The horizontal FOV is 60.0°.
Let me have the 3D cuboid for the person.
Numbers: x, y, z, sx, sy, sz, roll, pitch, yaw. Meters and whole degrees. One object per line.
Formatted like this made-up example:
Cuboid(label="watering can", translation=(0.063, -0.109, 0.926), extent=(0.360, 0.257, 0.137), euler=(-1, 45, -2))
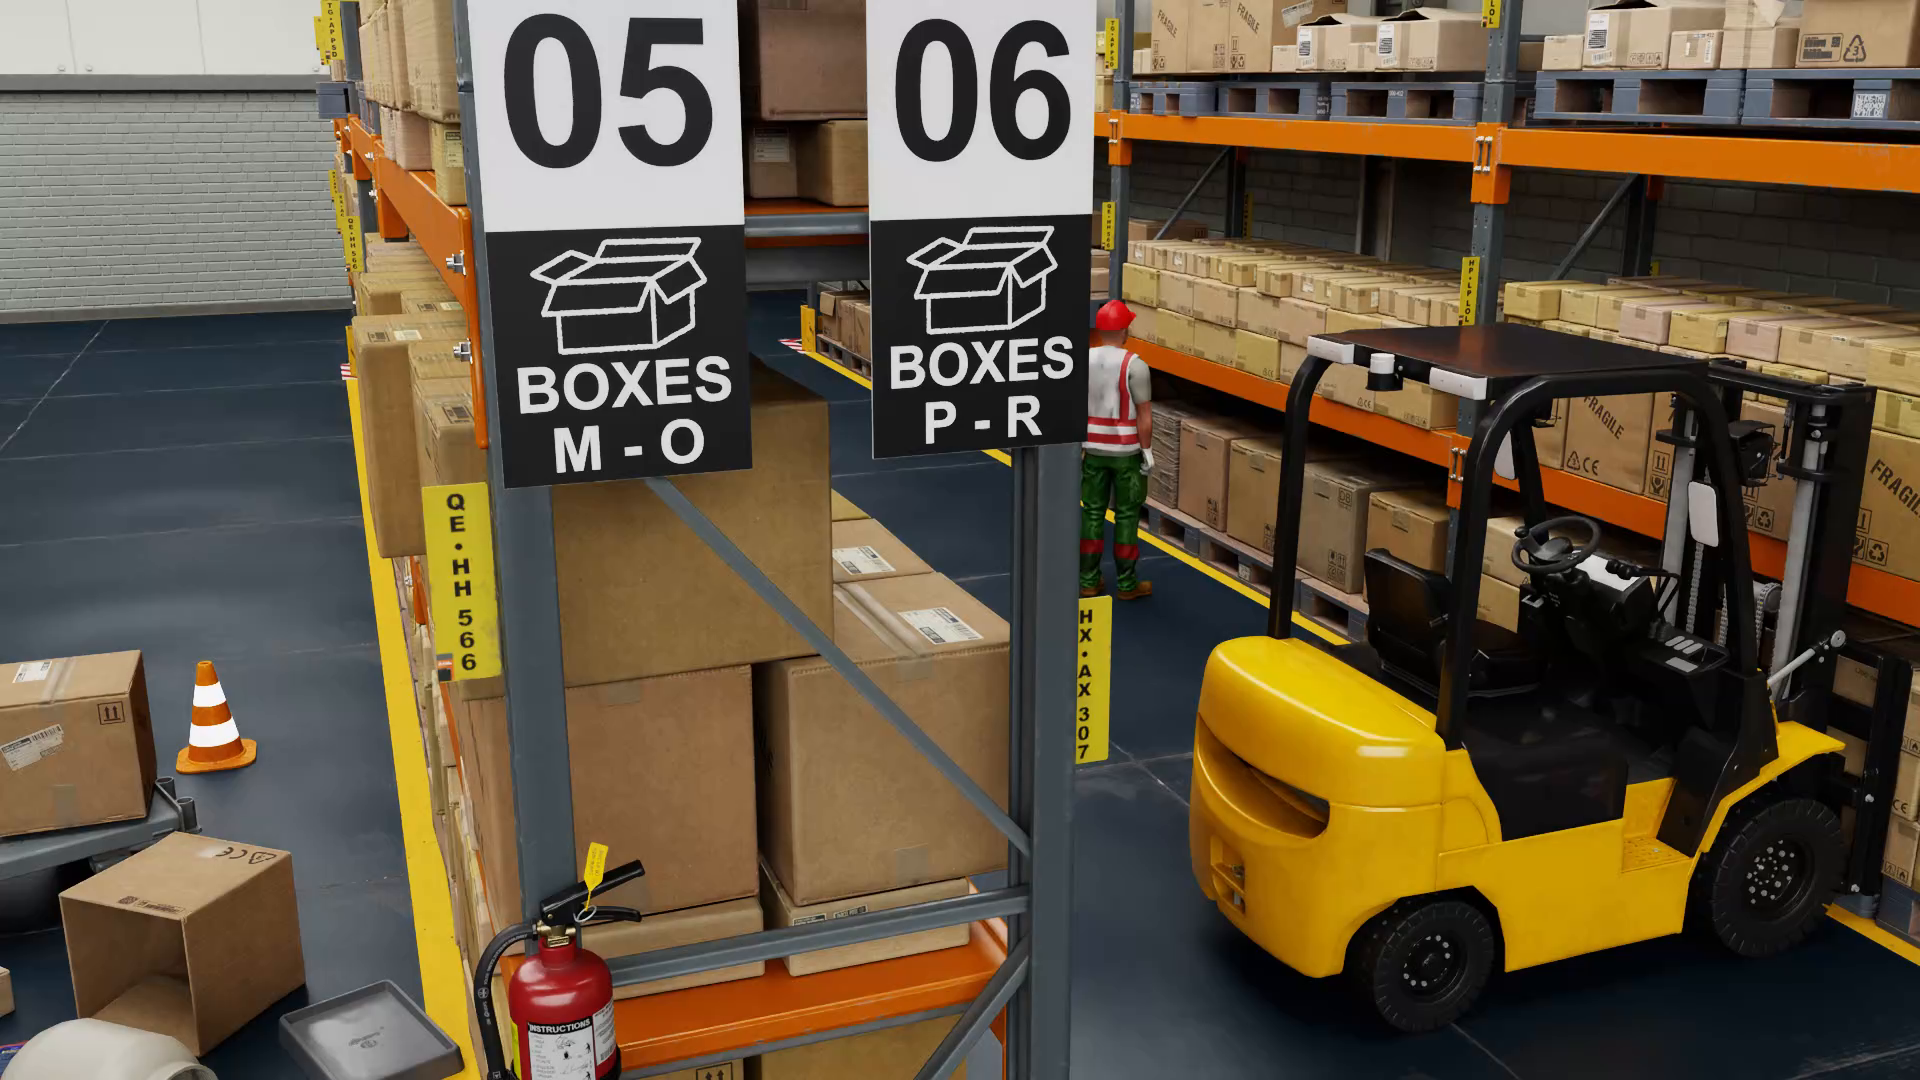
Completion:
Cuboid(label="person", translation=(0.915, -0.534, 9.905), extent=(0.544, 1.795, 0.373), euler=(8, 17, 27))
